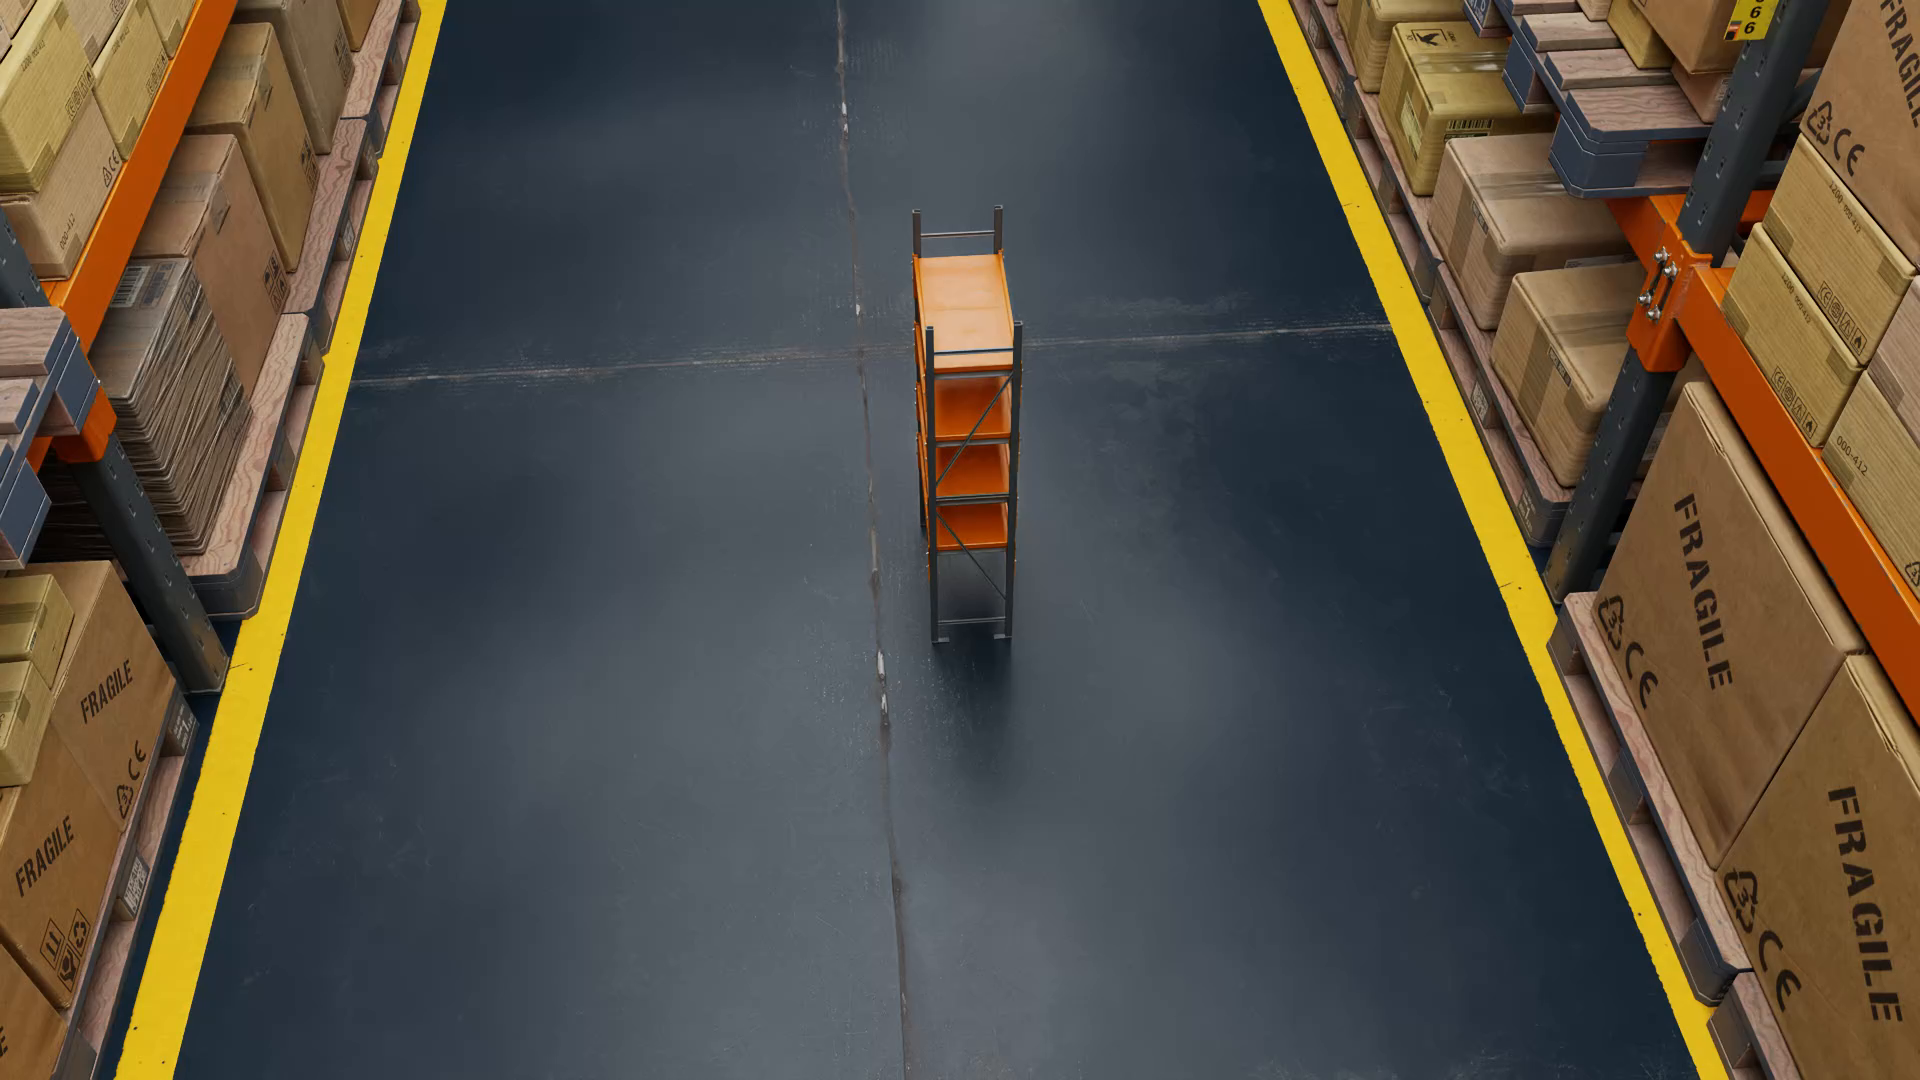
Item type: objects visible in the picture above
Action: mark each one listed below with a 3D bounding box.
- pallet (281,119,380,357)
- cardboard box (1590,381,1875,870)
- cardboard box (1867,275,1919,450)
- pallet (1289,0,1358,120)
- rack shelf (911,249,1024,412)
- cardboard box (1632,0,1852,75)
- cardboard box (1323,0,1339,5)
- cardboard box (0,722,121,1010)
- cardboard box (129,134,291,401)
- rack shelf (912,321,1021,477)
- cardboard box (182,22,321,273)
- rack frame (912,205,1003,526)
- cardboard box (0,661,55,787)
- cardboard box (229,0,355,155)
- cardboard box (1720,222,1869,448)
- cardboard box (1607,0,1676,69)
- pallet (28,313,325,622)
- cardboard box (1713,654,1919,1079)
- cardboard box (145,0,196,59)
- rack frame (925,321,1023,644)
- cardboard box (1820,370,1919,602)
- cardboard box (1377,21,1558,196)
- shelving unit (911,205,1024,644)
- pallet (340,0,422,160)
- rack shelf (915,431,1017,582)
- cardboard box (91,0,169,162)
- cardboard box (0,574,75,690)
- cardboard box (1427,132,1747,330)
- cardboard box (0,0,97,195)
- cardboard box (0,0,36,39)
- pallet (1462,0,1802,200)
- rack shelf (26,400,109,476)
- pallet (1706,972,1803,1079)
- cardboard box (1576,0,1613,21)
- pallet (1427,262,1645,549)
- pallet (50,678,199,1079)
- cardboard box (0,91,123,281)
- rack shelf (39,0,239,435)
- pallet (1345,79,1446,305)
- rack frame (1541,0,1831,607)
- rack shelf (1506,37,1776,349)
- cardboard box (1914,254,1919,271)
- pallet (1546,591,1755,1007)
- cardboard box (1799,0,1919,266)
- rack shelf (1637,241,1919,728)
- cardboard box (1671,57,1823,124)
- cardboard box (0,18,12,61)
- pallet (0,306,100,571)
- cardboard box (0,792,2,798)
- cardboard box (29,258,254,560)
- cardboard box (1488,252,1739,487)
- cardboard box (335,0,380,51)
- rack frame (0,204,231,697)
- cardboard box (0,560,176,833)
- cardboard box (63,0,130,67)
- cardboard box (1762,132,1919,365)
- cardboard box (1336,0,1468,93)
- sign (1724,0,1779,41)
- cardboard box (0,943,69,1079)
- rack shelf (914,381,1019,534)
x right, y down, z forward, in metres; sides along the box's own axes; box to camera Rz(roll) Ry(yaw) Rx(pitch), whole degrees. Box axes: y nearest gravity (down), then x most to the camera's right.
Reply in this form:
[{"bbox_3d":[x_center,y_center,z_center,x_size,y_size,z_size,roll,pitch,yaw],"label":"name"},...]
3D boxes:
[{"bbox_3d":[-2.775,-1.118,6.164,1.003,0.211,1.213,-3,47,-3],"label":"pallet"},{"bbox_3d":[2.275,0.188,4.180,0.875,0.875,0.875,-4,47,-4],"label":"cardboard box"},{"bbox_3d":[2.139,-0.268,3.196,0.500,0.250,0.500,-2,47,-2],"label":"cardboard box"},{"bbox_3d":[2.032,-2.275,7.259,1.003,0.211,1.213,-3,47,-3],"label":"pallet"},{"bbox_3d":[0.014,-0.563,4.416,0.258,0.148,0.480,-3,47,-3],"label":"rack shelf"},{"bbox_3d":[1.985,-1.496,4.038,0.500,0.500,0.500,-5,47,-4],"label":"cardboard box"},{"bbox_3d":[2.012,-2.658,7.222,0.950,0.372,0.625,-3,47,-3],"label":"cardboard box"},{"bbox_3d":[-2.365,0.772,3.885,0.500,0.500,0.500,-4,47,-4],"label":"cardboard box"},{"bbox_3d":[-2.747,-0.851,5.336,0.875,0.625,0.625,-2,47,-2],"label":"cardboard box"},{"bbox_3d":[0.014,-0.400,4.587,0.258,0.148,0.480,-3,47,-3],"label":"rack shelf"},{"bbox_3d":[-2.804,-1.338,5.797,0.875,0.625,0.625,-5,47,-5],"label":"cardboard box"},{"bbox_3d":[-0.007,-0.469,4.868,0.240,1.200,0.015,-3,47,-3],"label":"rack frame"},{"bbox_3d":[-2.298,0.431,3.761,0.380,0.149,0.250,-6,47,-5],"label":"cardboard box"},{"bbox_3d":[-2.869,-1.882,6.312,0.875,0.625,0.625,-4,47,-4],"label":"cardboard box"},{"bbox_3d":[2.090,-0.482,3.744,0.500,0.250,0.500,-4,47,-4],"label":"cardboard box"},{"bbox_3d":[1.944,-1.373,4.369,0.380,0.149,0.250,-3,47,-3],"label":"cardboard box"},{"bbox_3d":[-2.676,-0.238,5.330,1.003,0.211,1.213,-3,47,-3],"label":"pallet"},{"bbox_3d":[2.346,0.834,3.569,0.875,0.875,0.875,-3,47,-3],"label":"cardboard box"},{"bbox_3d":[-2.527,-1.619,4.821,0.500,0.250,0.500,-5,47,-5],"label":"cardboard box"},{"bbox_3d":[0.034,-0.116,4.534,0.240,1.200,0.015,-3,47,-3],"label":"rack frame"},{"bbox_3d":[2.151,-0.112,3.393,0.500,0.250,0.500,-5,47,-4],"label":"cardboard box"},{"bbox_3d":[2.135,-1.636,6.254,0.950,0.372,0.625,-2,47,-2],"label":"cardboard box"},{"bbox_3d":[0.014,-0.293,4.701,0.258,1.200,0.503,-3,47,-3],"label":"shelving unit"},{"bbox_3d":[-2.880,-2.003,7.002,1.003,0.211,1.213,-3,47,-3],"label":"pallet"},{"bbox_3d":[0.014,-0.110,4.894,0.258,0.148,0.480,-3,47,-3],"label":"rack shelf"},{"bbox_3d":[-2.477,-1.247,4.468,0.500,0.250,0.500,-4,47,-4],"label":"cardboard box"},{"bbox_3d":[-2.352,0.236,3.947,0.380,0.149,0.250,-6,47,-5],"label":"cardboard box"},{"bbox_3d":[2.193,-1.086,5.734,0.950,0.372,0.625,-4,47,-4],"label":"cardboard box"},{"bbox_3d":[-2.415,-1.056,3.943,0.500,0.250,0.500,-4,47,-3],"label":"cardboard box"},{"bbox_3d":[-2.403,-1.297,3.897,0.380,0.149,0.250,-3,47,-2],"label":"cardboard box"},{"bbox_3d":[2.134,-1.346,4.591,1.213,0.211,1.003,-3,47,-3],"label":"pallet"},{"bbox_3d":[-2.478,1.096,2.642,1.077,0.370,4.000,-3,47,-3],"label":"rack shelf"},{"bbox_3d":[2.390,1.512,3.673,1.003,0.211,1.213,-3,47,-3],"label":"pallet"},{"bbox_3d":[1.878,-1.553,4.539,0.380,0.149,0.250,-4,47,-4],"label":"cardboard box"},{"bbox_3d":[2.236,-0.510,5.587,1.003,0.211,1.213,-3,47,-3],"label":"pallet"},{"bbox_3d":[-2.621,0.903,4.250,1.003,0.211,1.213,-3,47,-3],"label":"pallet"},{"bbox_3d":[-2.439,-0.883,4.123,0.500,0.250,0.500,-3,47,-3],"label":"cardboard box"},{"bbox_3d":[-2.813,-1.798,5.383,1.077,0.370,4.000,-3,47,-3],"label":"rack shelf"},{"bbox_3d":[2.137,-1.390,6.421,1.003,0.211,1.213,-3,47,-3],"label":"pallet"},{"bbox_3d":[2.300,-0.903,4.039,1.000,3.000,0.127,-3,47,-3],"label":"rack frame"},{"bbox_3d":[2.133,-2.103,5.671,1.077,0.370,4.000,-3,47,-3],"label":"rack shelf"},{"bbox_3d":[2.149,-0.551,2.948,0.500,0.500,0.500,-3,47,-3],"label":"cardboard box"},{"bbox_3d":[2.291,0.631,4.507,1.003,0.211,1.213,-3,47,-3],"label":"pallet"},{"bbox_3d":[2.098,-0.909,3.288,0.500,0.500,0.500,-5,47,-5],"label":"cardboard box"},{"bbox_3d":[2.468,0.791,2.930,1.077,0.370,4.000,-3,47,-3],"label":"rack shelf"},{"bbox_3d":[2.038,-1.184,4.189,0.380,0.149,0.250,-2,47,-2],"label":"cardboard box"},{"bbox_3d":[-2.379,-1.104,3.714,0.380,0.149,0.250,-2,47,-2],"label":"cardboard box"},{"bbox_3d":[-2.519,-0.046,3.360,1.213,0.211,1.003,-3,47,-3],"label":"pallet"},{"bbox_3d":[-2.320,0.624,3.578,0.380,0.149,0.250,-5,47,-5],"label":"cardboard box"},{"bbox_3d":[-2.684,-0.378,4.889,0.875,0.625,0.625,-2,47,-2],"label":"cardboard box"},{"bbox_3d":[2.263,-0.553,5.228,0.950,0.372,0.625,-6,47,-6],"label":"cardboard box"},{"bbox_3d":[-2.926,-2.444,6.845,0.875,0.625,0.625,-2,47,-2],"label":"cardboard box"},{"bbox_3d":[-2.646,-0.598,3.751,1.000,3.000,0.127,-3,47,-3],"label":"rack frame"},{"bbox_3d":[-2.396,0.410,4.229,0.500,0.500,0.500,-2,47,-2],"label":"cardboard box"},{"bbox_3d":[-2.480,-1.417,4.285,0.500,0.250,0.500,-2,47,-2],"label":"cardboard box"},{"bbox_3d":[2.096,-0.642,3.551,0.500,0.250,0.500,-4,47,-4],"label":"cardboard box"},{"bbox_3d":[2.075,-2.138,6.730,0.950,0.372,0.625,-1,47,-1],"label":"cardboard box"},{"bbox_3d":[1.760,-1.234,3.610,0.100,0.325,0.005,-3,47,-3],"label":"sign"},{"bbox_3d":[-2.318,1.151,3.527,0.500,0.500,0.500,-2,47,-2],"label":"cardboard box"},{"bbox_3d":[0.014,-0.247,4.750,0.258,0.148,0.480,-3,47,-3],"label":"rack shelf"}]
